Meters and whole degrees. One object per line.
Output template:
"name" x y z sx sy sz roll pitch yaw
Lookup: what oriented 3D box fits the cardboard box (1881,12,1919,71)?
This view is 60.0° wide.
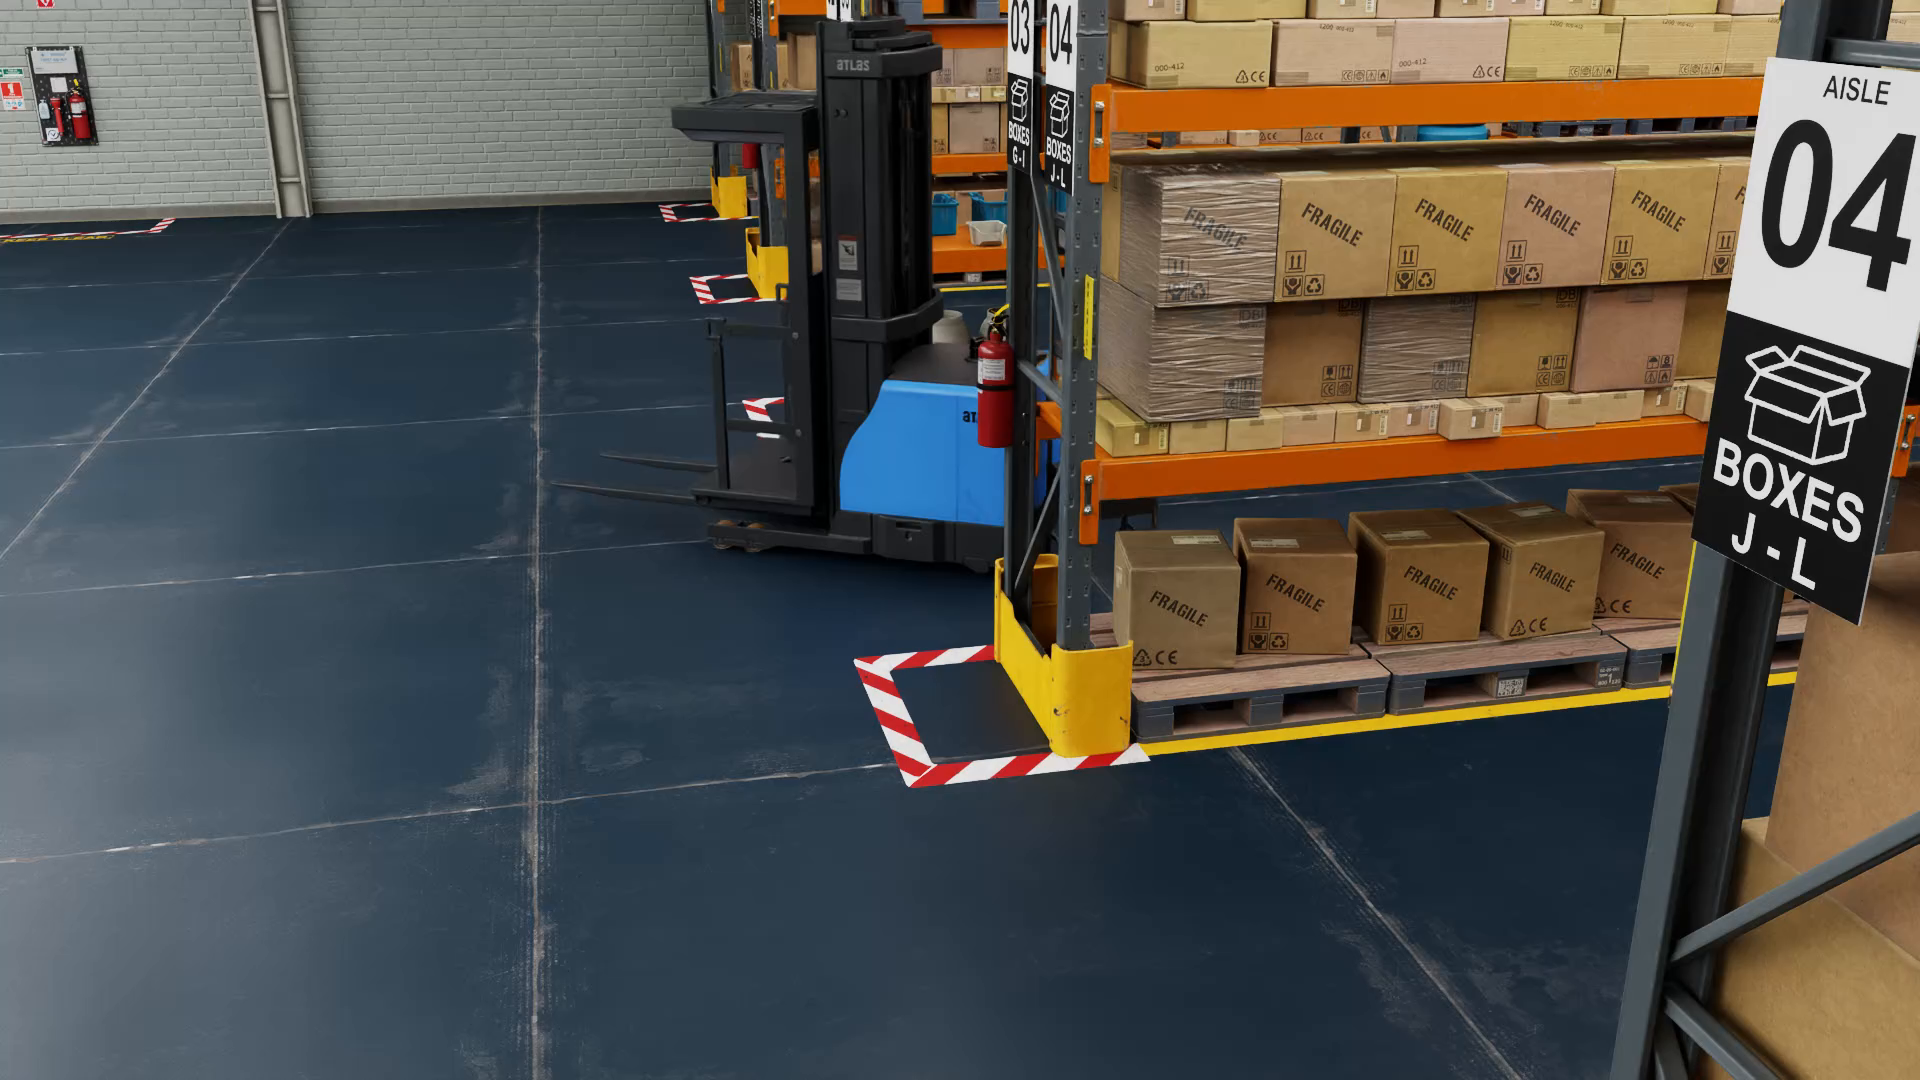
"cardboard box" 3.894 -2.191 7.293 0.500 0.250 0.500 -4 20 -10

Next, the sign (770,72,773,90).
"sign" -1.769 -4.234 15.638 0.005 0.325 0.100 -5 21 -12

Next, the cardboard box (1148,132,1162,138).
"cardboard box" 2.504 -5.478 22.313 0.500 0.250 0.500 -5 21 -14

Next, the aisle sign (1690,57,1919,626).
"aisle sign" 1.290 -0.307 2.514 0.004 0.787 0.394 -5 21 -12

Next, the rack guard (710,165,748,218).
"rack guard" -2.961 -4.467 21.281 0.348 0.500 1.175 -5 21 -12

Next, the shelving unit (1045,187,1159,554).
"shelving unit" 0.796 -0.857 9.102 0.503 2.100 0.431 -8 21 -20

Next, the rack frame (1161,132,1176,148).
"rack frame" 2.001 -4.293 17.173 0.127 3.000 1.000 -5 21 -12

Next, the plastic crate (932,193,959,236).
"plastic crate" -0.337 -2.388 12.189 0.616 0.251 0.499 -5 21 -12

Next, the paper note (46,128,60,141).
"paper note" -10.994 -4.917 20.157 0.142 0.148 0.016 -5 21 -12

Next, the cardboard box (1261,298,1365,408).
"cardboard box" 1.385 -0.961 7.499 0.500 0.500 0.875 -5 21 -12

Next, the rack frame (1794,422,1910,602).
"rack frame" 4.277 -0.977 8.120 0.127 3.000 1.000 -5 21 -12

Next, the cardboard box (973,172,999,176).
"cardboard box" 0.344 -4.775 21.968 0.250 0.166 0.380 -7 21 -20

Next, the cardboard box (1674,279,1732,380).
"cardboard box" 3.330 -1.121 7.935 0.500 0.500 0.875 -5 21 -12

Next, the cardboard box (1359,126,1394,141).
"cardboard box" 4.265 -4.518 17.643 0.500 0.500 0.500 -6 21 -15

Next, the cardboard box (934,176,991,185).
"cardboard box" 0.019 -3.500 17.305 0.500 0.500 0.500 -5 21 -12

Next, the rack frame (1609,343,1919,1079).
"rack frame" 1.428 1.008 2.702 0.127 3.000 1.000 -5 21 -12

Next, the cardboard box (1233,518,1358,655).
"cardboard box" 1.570 0.214 7.894 0.500 0.500 0.500 1 20 2

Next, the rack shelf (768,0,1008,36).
"rack shelf" 0.055 -5.206 16.349 4.000 0.370 1.077 -5 21 -12

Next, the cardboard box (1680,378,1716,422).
"cardboard box" 3.415 -0.670 7.648 0.250 0.149 0.380 -5 21 -12

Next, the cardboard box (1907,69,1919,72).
"cardboard box" 1.673 -0.666 2.521 0.250 0.149 0.380 -5 21 -13

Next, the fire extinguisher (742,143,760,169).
"fire extinguisher" -2.113 -4.086 16.721 0.183 0.674 0.296 -5 21 -12

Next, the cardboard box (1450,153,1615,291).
"cardboard box" 2.442 -1.388 7.210 0.500 0.500 0.500 -5 21 -12

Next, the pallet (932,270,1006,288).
"pallet" 0.028 -2.837 17.253 1.213 0.211 1.003 -5 21 -12

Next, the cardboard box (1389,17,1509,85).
"cardboard box" 1.896 -2.031 6.854 0.500 0.250 0.500 -5 21 -13

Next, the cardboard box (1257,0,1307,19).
"cardboard box" 1.198 -2.179 6.680 0.250 0.149 0.380 -5 21 -13

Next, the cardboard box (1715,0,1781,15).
"cardboard box" 3.259 -2.310 7.037 0.250 0.149 0.380 -5 21 -14

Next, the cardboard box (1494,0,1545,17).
"cardboard box" 2.211 -2.257 6.892 0.250 0.149 0.380 -5 21 -13

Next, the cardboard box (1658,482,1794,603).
"cardboard box" 3.879 0.018 8.428 0.500 0.500 0.500 -5 21 -14

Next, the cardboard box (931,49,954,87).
"cardboard box" -0.382 -4.753 16.398 0.500 0.500 0.700 -5 21 -12

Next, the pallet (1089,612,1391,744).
"pallet" 1.257 0.591 7.895 1.213 0.211 1.003 -5 21 -12

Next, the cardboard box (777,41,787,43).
"cardboard box" -2.133 -6.070 21.124 0.500 0.500 0.500 -4 21 -12

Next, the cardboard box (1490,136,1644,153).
"cardboard box" 2.808 -1.603 7.798 0.500 0.500 0.500 -5 21 -12

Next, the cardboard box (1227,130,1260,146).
"cardboard box" 2.911 -4.177 17.221 0.250 0.149 0.380 -5 21 -12

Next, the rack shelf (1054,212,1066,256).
"rack shelf" 0.796 -1.502 8.866 0.480 0.518 0.431 -8 21 -20

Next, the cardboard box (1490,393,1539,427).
"cardboard box" 2.412 -0.636 7.554 0.250 0.149 0.380 -5 21 -12

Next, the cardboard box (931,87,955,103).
"cardboard box" -0.207 -4.390 16.349 0.250 0.149 0.380 -5 21 -13

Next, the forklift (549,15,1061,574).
"forklift" -0.956 -1.468 9.561 3.031 2.935 1.130 6 21 16

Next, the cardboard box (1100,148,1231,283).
"cardboard box" 0.863 -1.443 7.360 0.500 0.500 0.500 -5 21 -12

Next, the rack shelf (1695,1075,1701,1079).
"rack shelf" 3.374 1.187 3.258 4.000 0.370 1.077 -5 21 -12

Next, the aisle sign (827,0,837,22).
"aisle sign" -0.894 -3.633 11.591 0.004 0.787 0.394 -5 21 -12

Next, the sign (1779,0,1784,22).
"sign" 1.316 -0.962 2.546 0.005 0.325 0.100 -5 21 -12

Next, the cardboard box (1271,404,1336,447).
"cardboard box" 1.450 -0.540 7.293 0.250 0.149 0.380 -5 21 -12

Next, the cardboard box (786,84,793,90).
"cardboard box" -1.563 -4.422 16.437 0.250 0.149 0.380 -5 21 -13

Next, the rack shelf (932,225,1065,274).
"rack shelf" 1.191 -2.139 12.338 4.000 0.370 1.077 -5 21 -12

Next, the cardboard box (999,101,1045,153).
"cardboard box" 0.570 -4.221 16.830 0.500 0.500 0.700 -4 21 -12

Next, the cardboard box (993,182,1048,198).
"cardboard box" 0.625 -3.365 16.936 0.500 0.500 0.500 -5 21 -12
